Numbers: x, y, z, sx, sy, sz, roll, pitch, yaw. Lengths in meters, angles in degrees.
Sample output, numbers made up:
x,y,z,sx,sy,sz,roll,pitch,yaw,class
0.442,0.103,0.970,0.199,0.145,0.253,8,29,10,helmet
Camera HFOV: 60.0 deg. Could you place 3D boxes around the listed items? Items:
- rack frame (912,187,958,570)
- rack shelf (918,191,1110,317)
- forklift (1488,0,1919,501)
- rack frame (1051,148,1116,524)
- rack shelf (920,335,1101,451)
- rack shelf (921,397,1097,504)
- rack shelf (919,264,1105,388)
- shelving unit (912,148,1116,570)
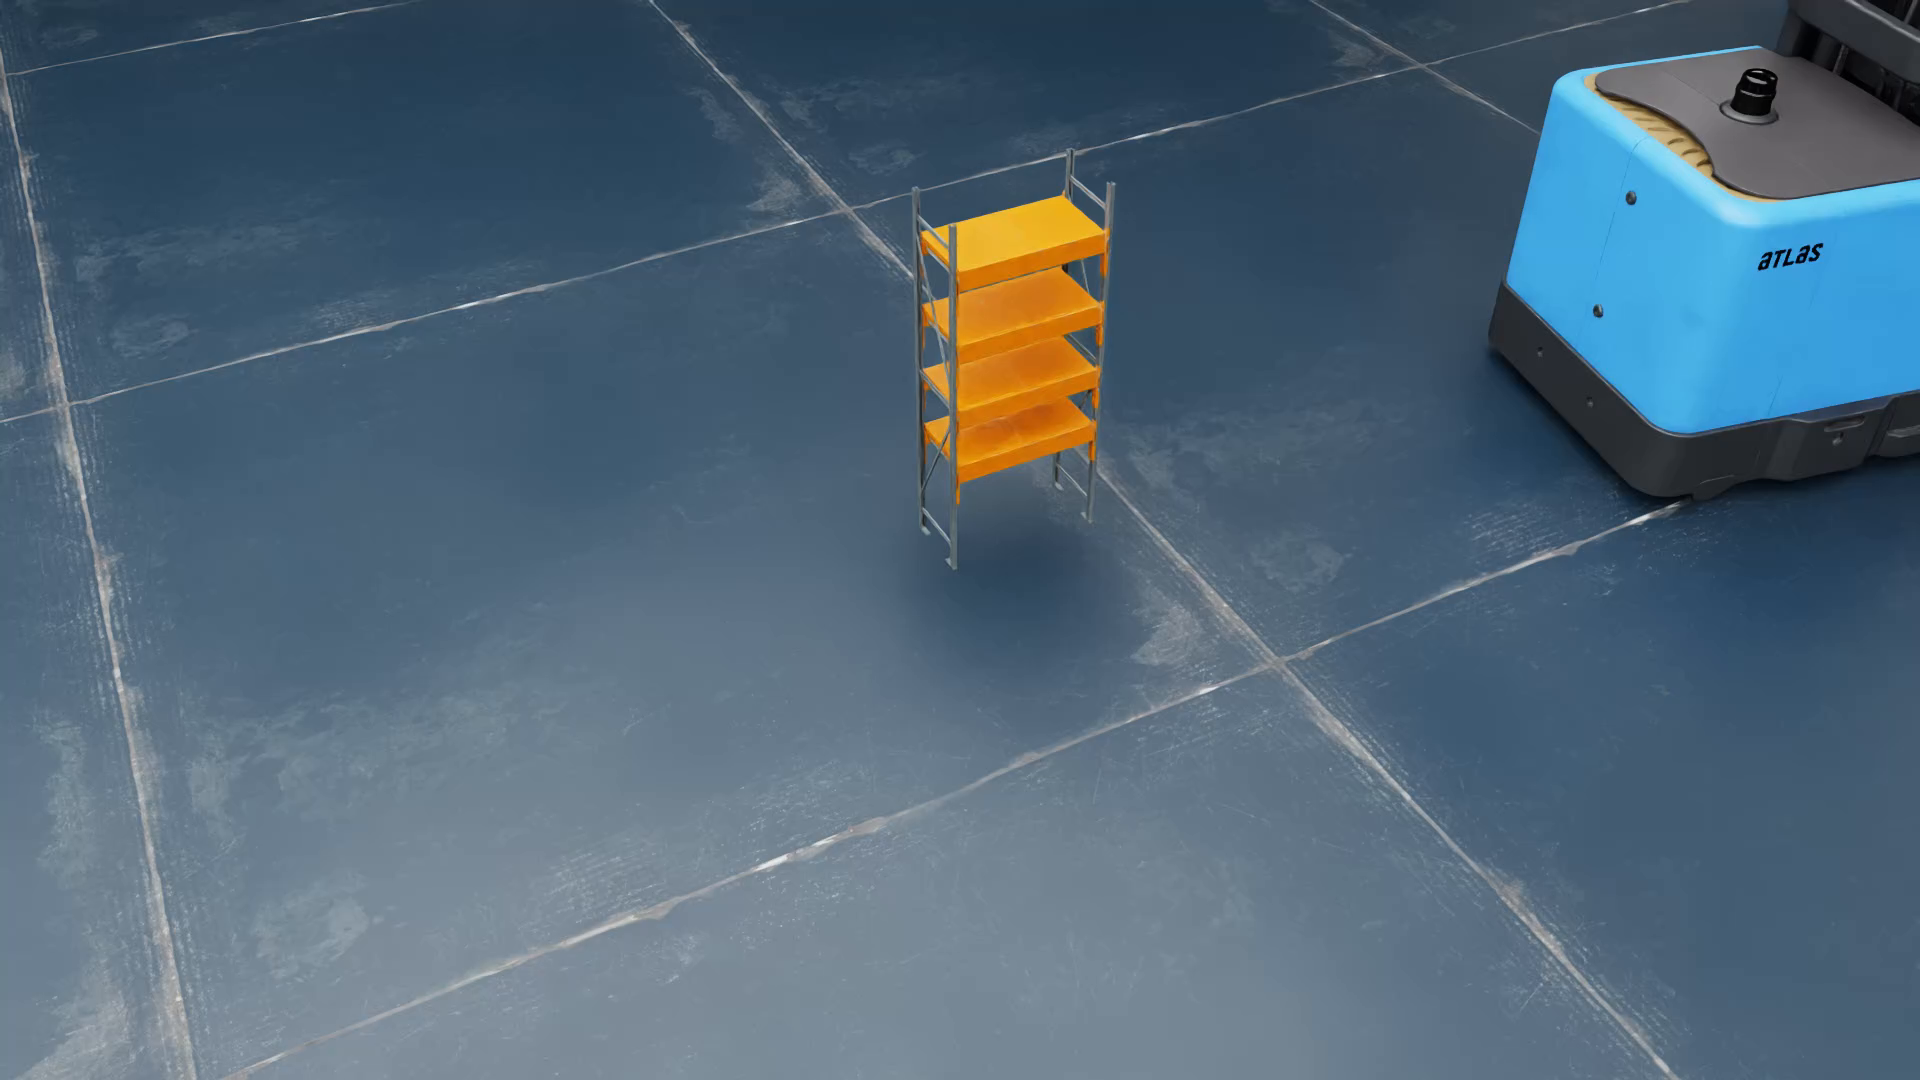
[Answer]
x,y,z,sx,sy,sz,roll,pitch,yaw,class
-0.070,-0.435,4.835,0.015,1.200,0.240,-19,44,-21,rack frame
0.147,-0.807,4.667,0.480,0.148,0.258,-19,44,-21,rack shelf
3.480,-1.787,5.092,3.031,2.935,1.130,-11,41,-13,forklift
0.363,-0.580,5.007,0.015,1.200,0.240,-19,44,-21,rack frame
0.147,-0.456,4.964,0.480,0.148,0.258,-19,44,-21,rack shelf
0.147,-0.304,5.092,0.480,0.148,0.258,-19,44,-21,rack shelf
0.147,-0.627,4.820,0.480,0.148,0.258,-19,44,-21,rack shelf
0.147,-0.507,4.921,0.503,1.200,0.258,-19,44,-21,shelving unit
